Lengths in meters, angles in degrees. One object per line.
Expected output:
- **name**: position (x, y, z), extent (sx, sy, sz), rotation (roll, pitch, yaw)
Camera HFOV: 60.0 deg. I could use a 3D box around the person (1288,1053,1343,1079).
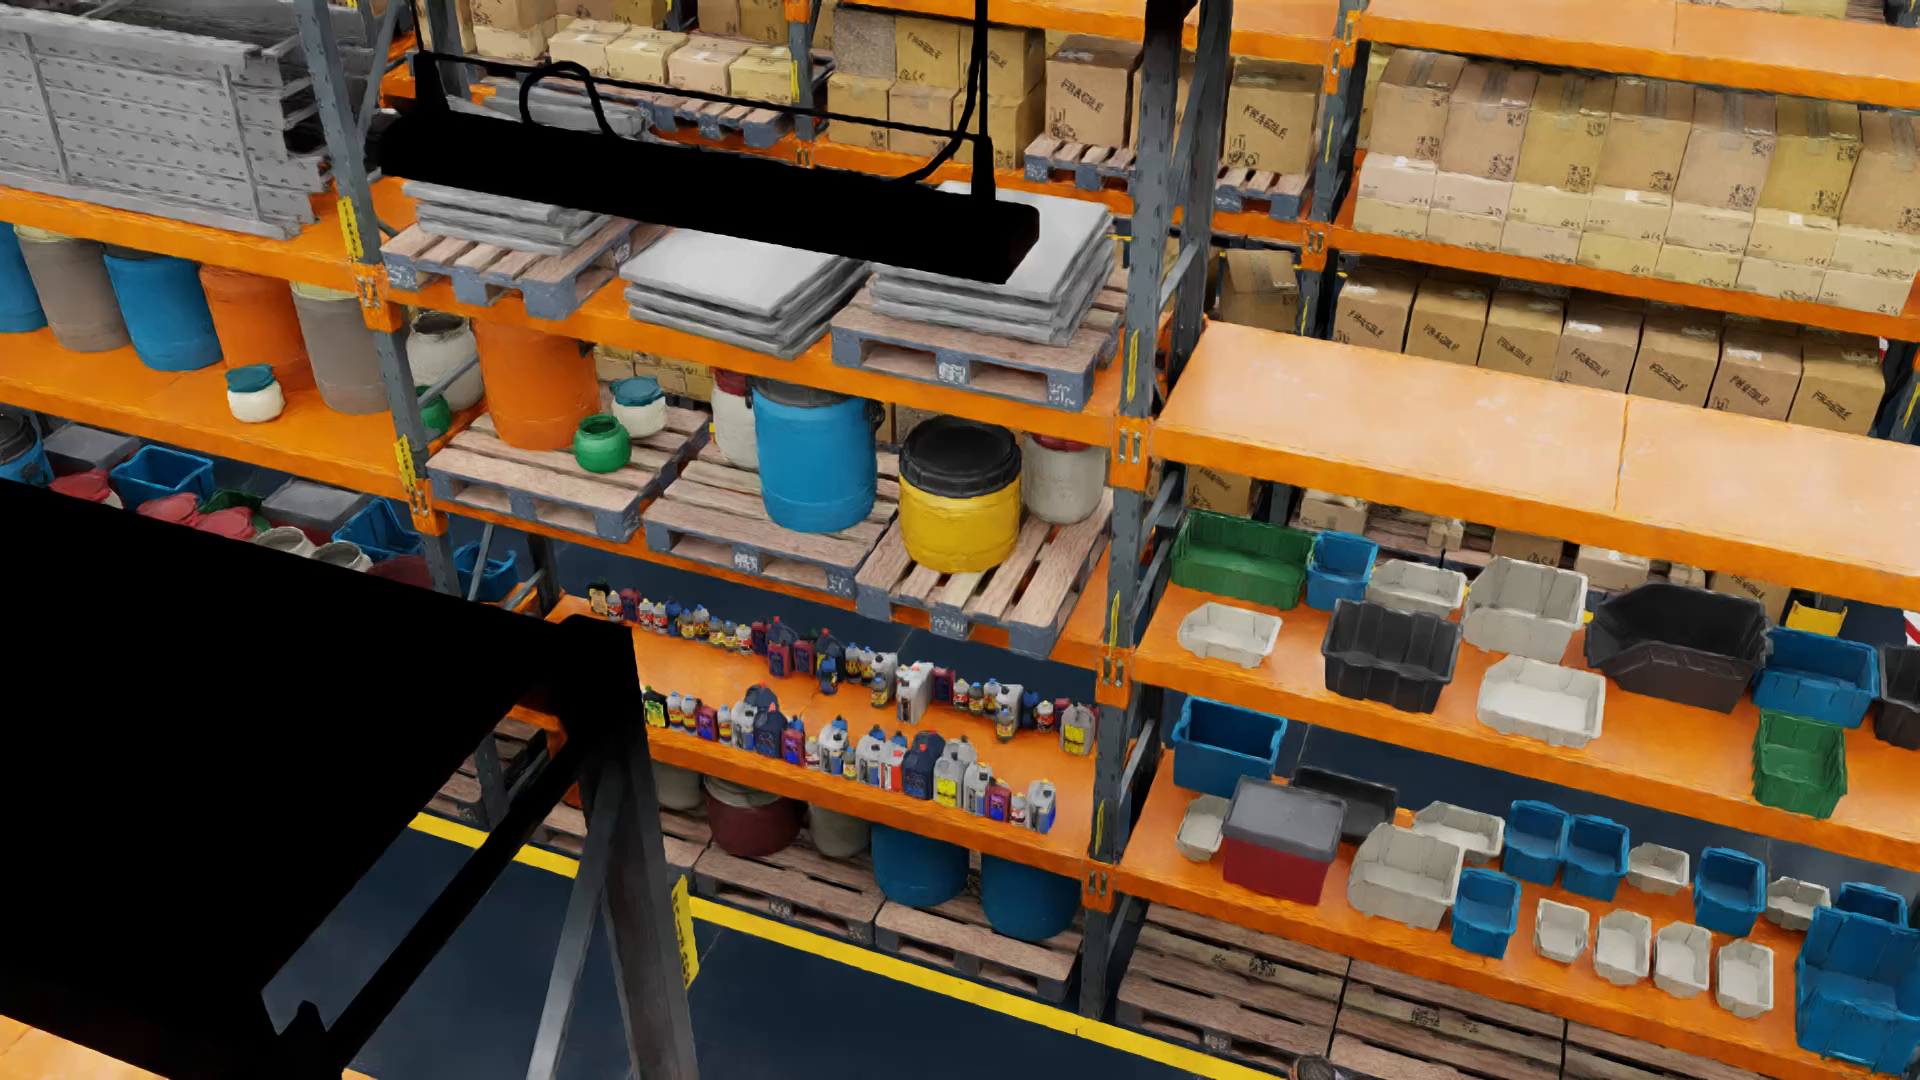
- **person**: position (1.688, 3.002, 8.007), extent (1.090, 1.555, 0.479), rotation (14, 39, 18)
